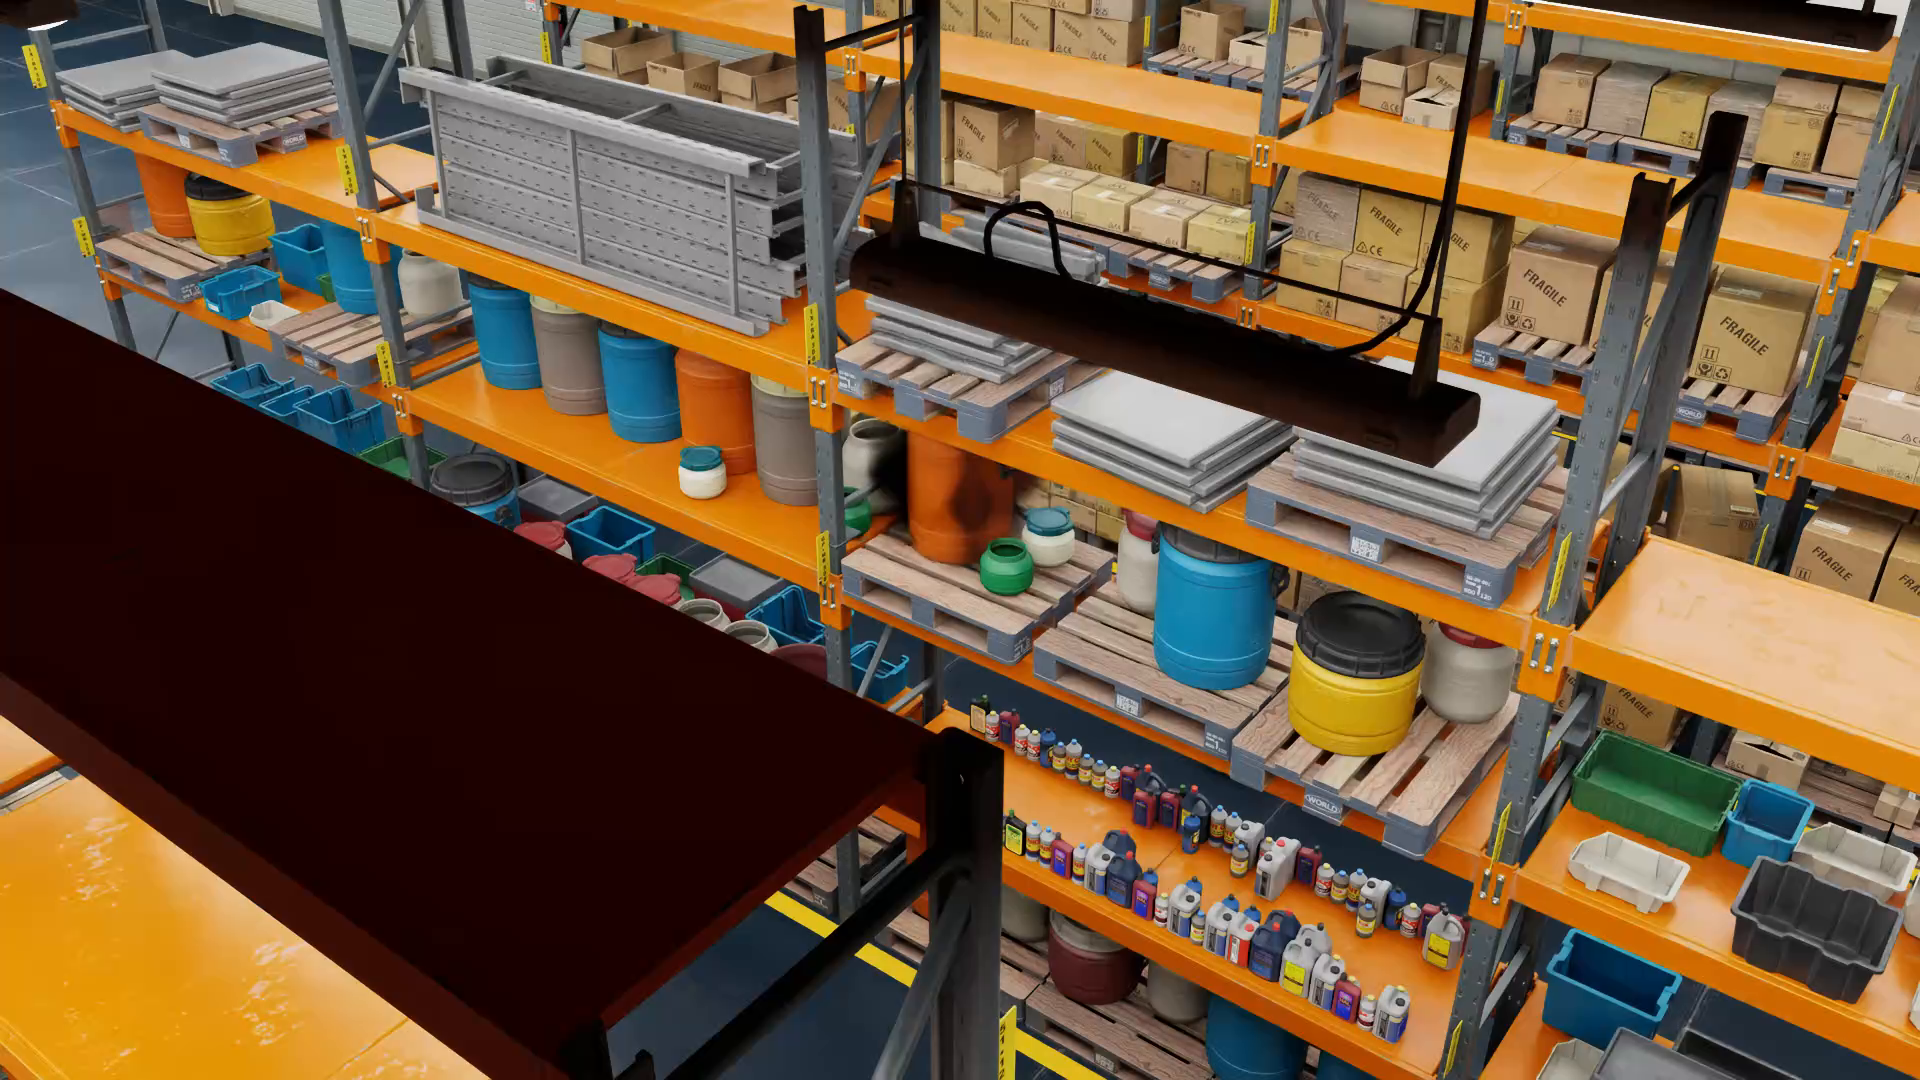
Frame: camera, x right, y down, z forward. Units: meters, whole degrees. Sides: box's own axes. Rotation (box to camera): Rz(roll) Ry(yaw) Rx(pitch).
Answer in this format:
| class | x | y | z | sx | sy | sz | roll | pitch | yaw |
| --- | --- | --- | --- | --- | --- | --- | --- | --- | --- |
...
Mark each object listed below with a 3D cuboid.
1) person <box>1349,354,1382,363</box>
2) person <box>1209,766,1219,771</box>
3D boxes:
| class | x | y | z | sx | sy | sz | roll | pitch | yaw |
| --- | --- | --- | --- | --- | --- | --- | --- | --- | --- |
| person | 3.690 | -1.072 | 15.324 | 0.598 | 1.779 | 0.522 | 5 | 32 | 9 |
| person | 1.695 | 0.956 | 12.171 | 0.982 | 1.637 | 0.669 | 21 | 37 | 31 |
